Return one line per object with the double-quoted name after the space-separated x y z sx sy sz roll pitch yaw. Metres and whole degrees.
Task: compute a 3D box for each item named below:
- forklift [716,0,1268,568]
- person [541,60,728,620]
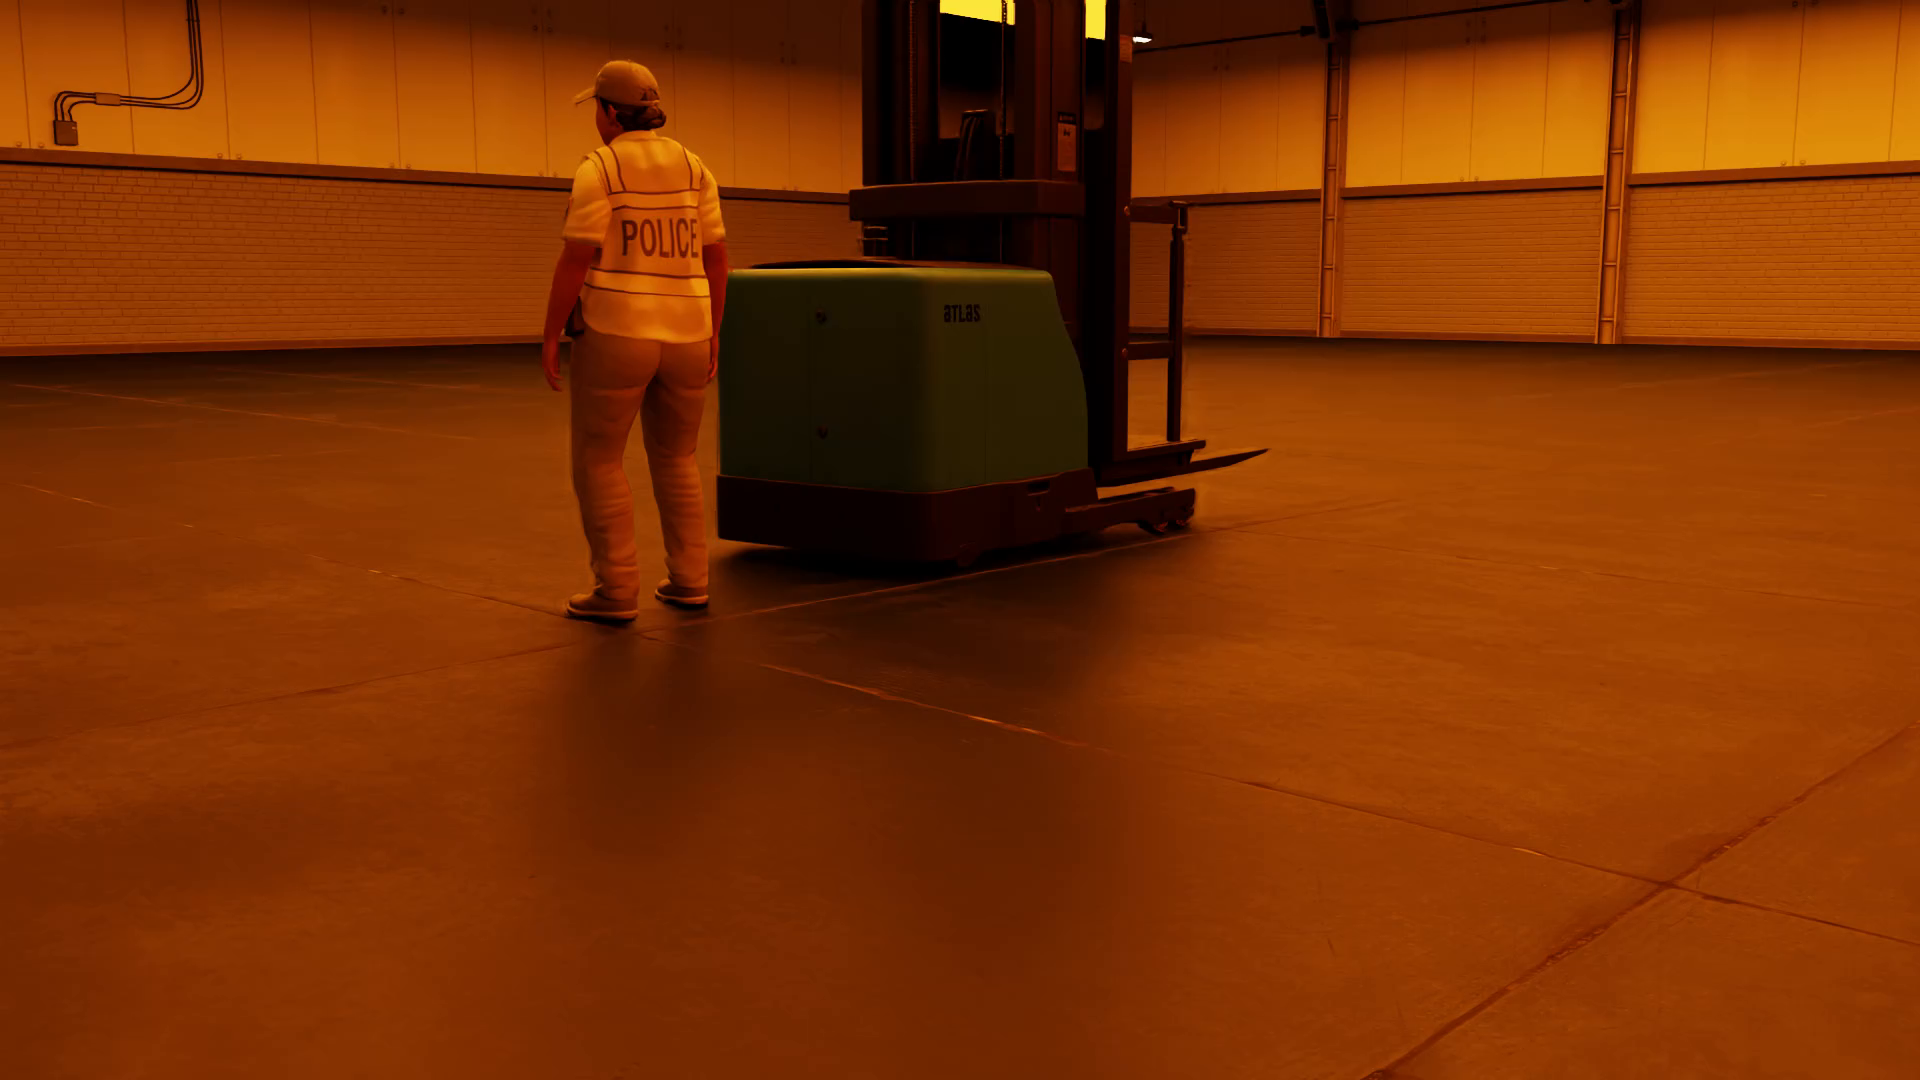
0.354 -1.524 6.994 1.130 2.935 3.031 6 11 36 "forklift"
-1.006 -0.596 5.075 0.588 1.670 0.478 -8 11 -41 "person"
